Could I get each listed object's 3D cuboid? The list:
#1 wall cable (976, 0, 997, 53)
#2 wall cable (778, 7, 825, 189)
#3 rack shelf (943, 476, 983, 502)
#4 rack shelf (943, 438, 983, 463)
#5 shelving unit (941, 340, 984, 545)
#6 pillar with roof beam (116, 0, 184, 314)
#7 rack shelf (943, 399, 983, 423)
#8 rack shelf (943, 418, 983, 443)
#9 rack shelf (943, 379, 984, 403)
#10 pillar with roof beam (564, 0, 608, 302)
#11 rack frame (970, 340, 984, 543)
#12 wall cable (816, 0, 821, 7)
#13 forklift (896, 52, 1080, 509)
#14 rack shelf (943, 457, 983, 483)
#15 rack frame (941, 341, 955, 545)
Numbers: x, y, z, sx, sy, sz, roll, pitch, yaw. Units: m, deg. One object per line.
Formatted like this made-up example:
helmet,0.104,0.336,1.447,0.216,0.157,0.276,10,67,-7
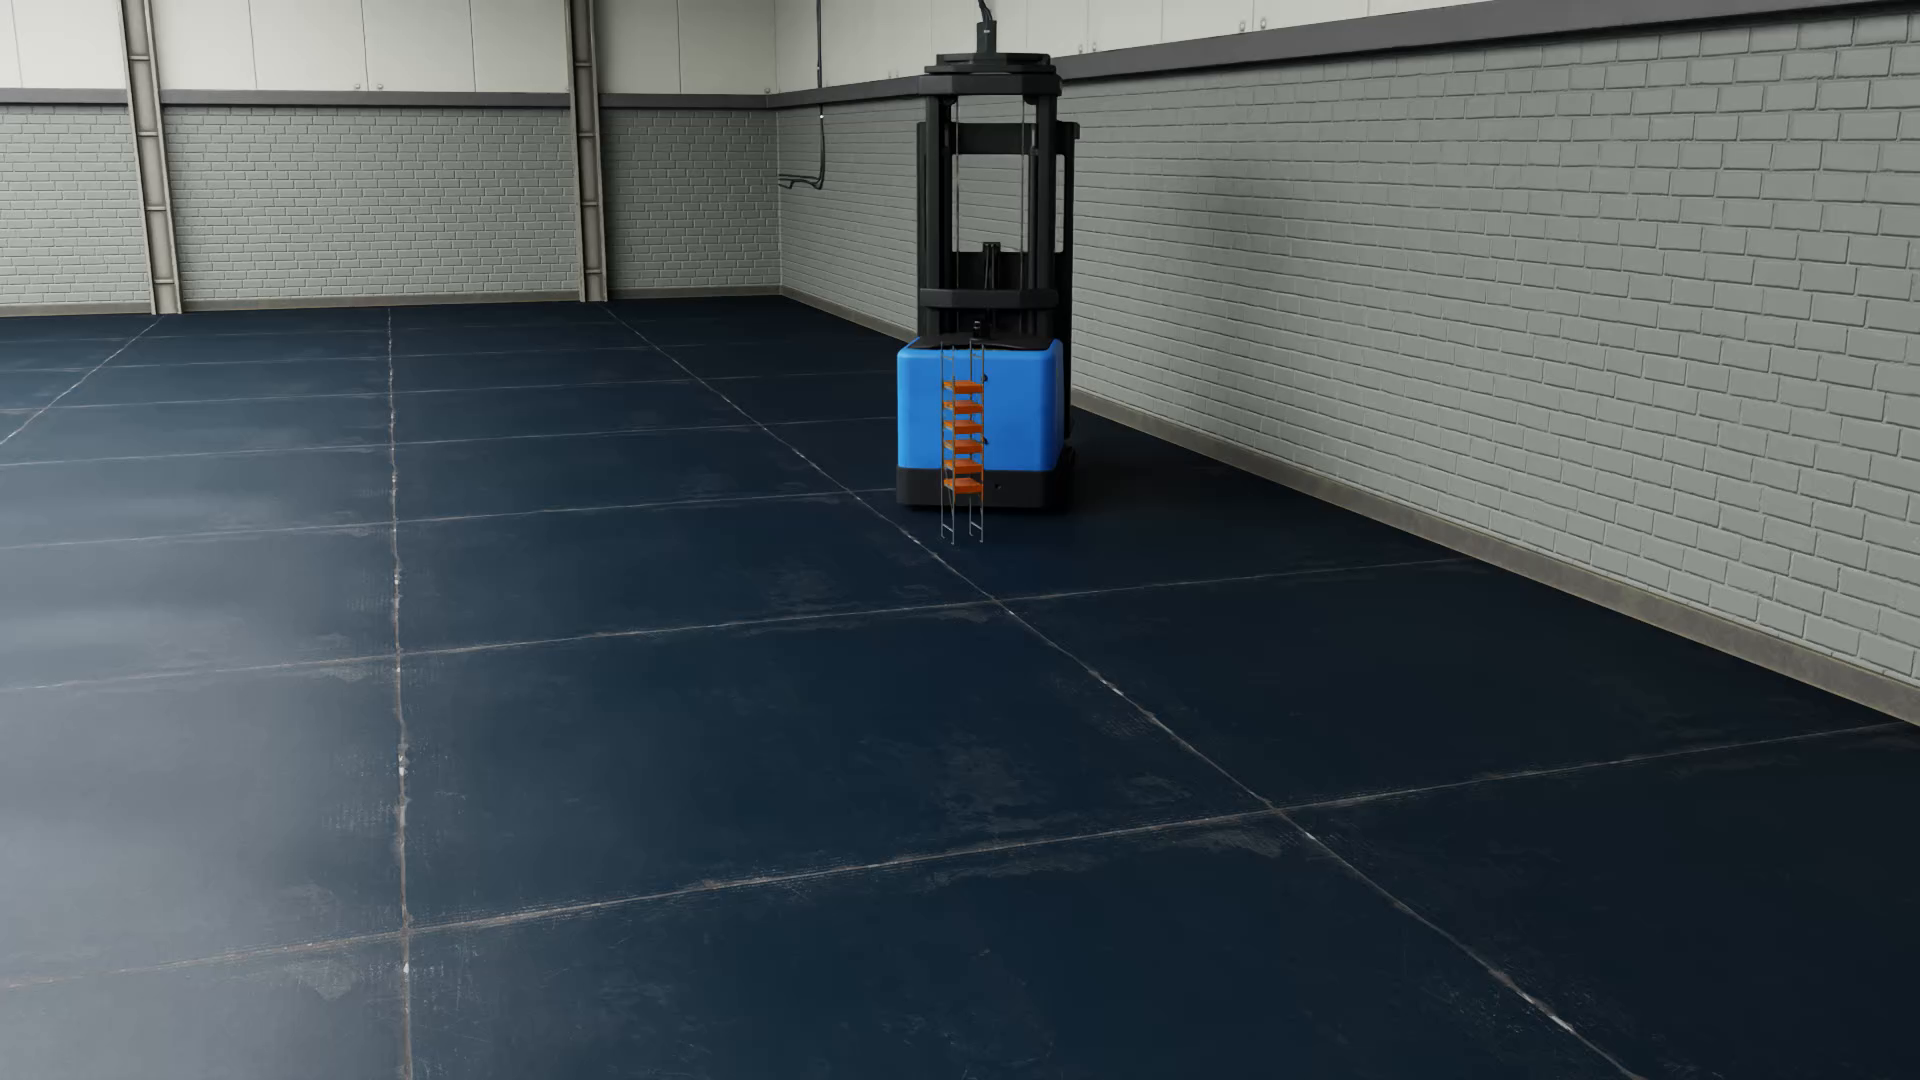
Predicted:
wall cable,0.569,-7.573,15.186,0.169,6.003,2.305,-4,14,-18
wall cable,-2.443,-6.491,24.697,0.112,2.526,3.097,-4,14,-18
rack shelf,0.014,-0.308,10.074,0.180,0.103,0.258,-4,14,-18
rack shelf,0.014,-0.542,10.019,0.180,0.103,0.258,-4,14,-18
shelving unit,0.014,-0.585,10.008,0.189,1.200,0.258,-4,14,-18
pillar with roof beam,-9.971,-6.688,18.812,0.400,9.000,9.100,-4,14,-18
rack shelf,0.014,-0.775,9.963,0.180,0.103,0.258,-4,14,-18
rack shelf,0.014,-0.658,9.991,0.180,0.103,0.258,-4,14,-18
rack shelf,0.014,-0.892,9.935,0.180,0.103,0.258,-4,14,-18
pillar with roof beam,-4.284,-7.130,20.674,0.400,9.000,9.100,-4,14,-18
rack frame,0.100,-0.592,10.037,0.006,1.200,0.240,-4,14,-18
wall cable,-1.581,-8.355,21.618,0.112,2.526,3.097,-4,14,-18
forklift,0.273,-1.919,11.876,1.130,2.935,3.031,2,13,7
rack shelf,0.014,-0.425,10.046,0.180,0.103,0.258,-4,14,-18
rack frame,-0.073,-0.578,9.980,0.006,1.200,0.240,-4,14,-18
